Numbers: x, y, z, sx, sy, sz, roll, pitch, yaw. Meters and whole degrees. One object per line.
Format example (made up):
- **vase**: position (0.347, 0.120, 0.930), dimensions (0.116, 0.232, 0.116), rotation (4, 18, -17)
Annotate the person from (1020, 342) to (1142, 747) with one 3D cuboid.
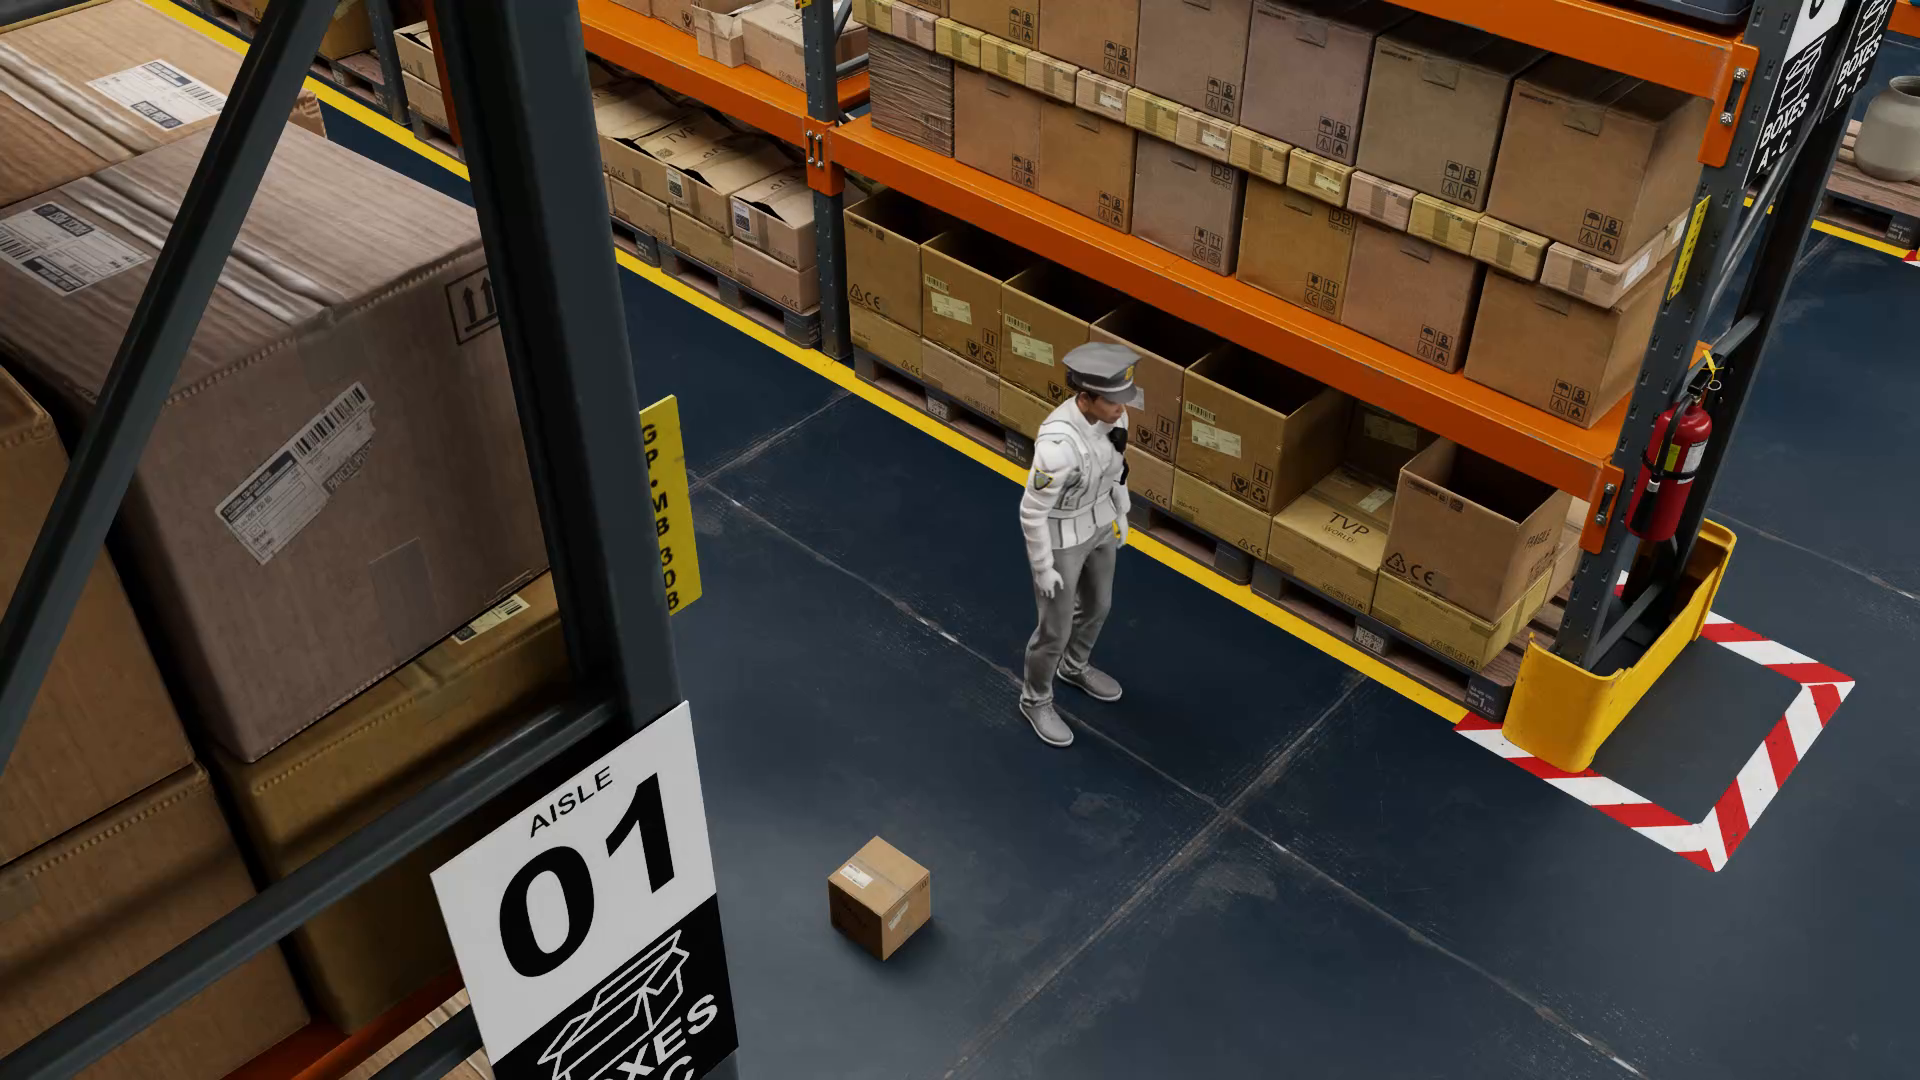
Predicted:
- **person**: position (0.433, -0.007, 6.160), dimensions (0.371, 1.663, 0.530), rotation (30, 48, 31)
